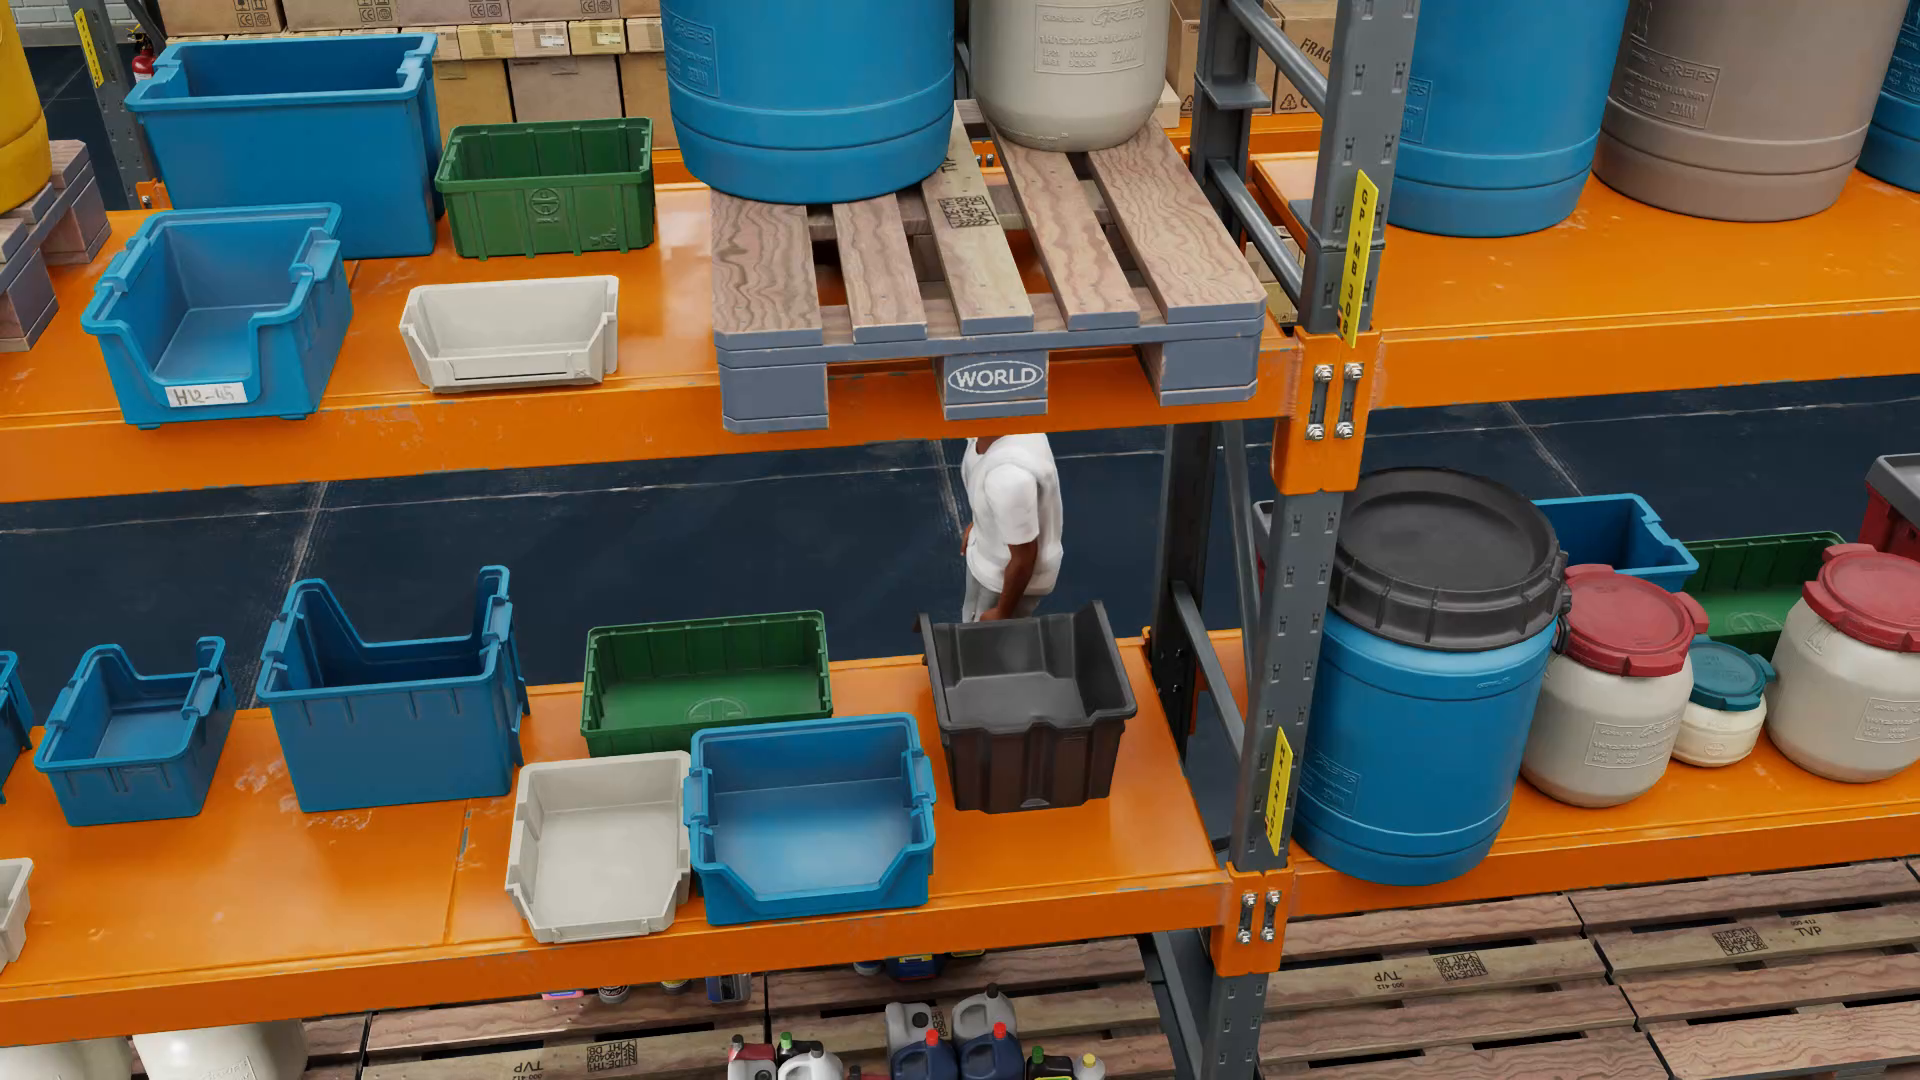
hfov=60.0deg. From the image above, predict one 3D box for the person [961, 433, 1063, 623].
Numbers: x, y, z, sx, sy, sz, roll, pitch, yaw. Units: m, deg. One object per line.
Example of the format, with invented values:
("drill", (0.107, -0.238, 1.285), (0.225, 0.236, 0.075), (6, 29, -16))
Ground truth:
("person", (0.127, 0.093, 5.993), (0.457, 1.760, 0.628), (-4, 35, -6))
